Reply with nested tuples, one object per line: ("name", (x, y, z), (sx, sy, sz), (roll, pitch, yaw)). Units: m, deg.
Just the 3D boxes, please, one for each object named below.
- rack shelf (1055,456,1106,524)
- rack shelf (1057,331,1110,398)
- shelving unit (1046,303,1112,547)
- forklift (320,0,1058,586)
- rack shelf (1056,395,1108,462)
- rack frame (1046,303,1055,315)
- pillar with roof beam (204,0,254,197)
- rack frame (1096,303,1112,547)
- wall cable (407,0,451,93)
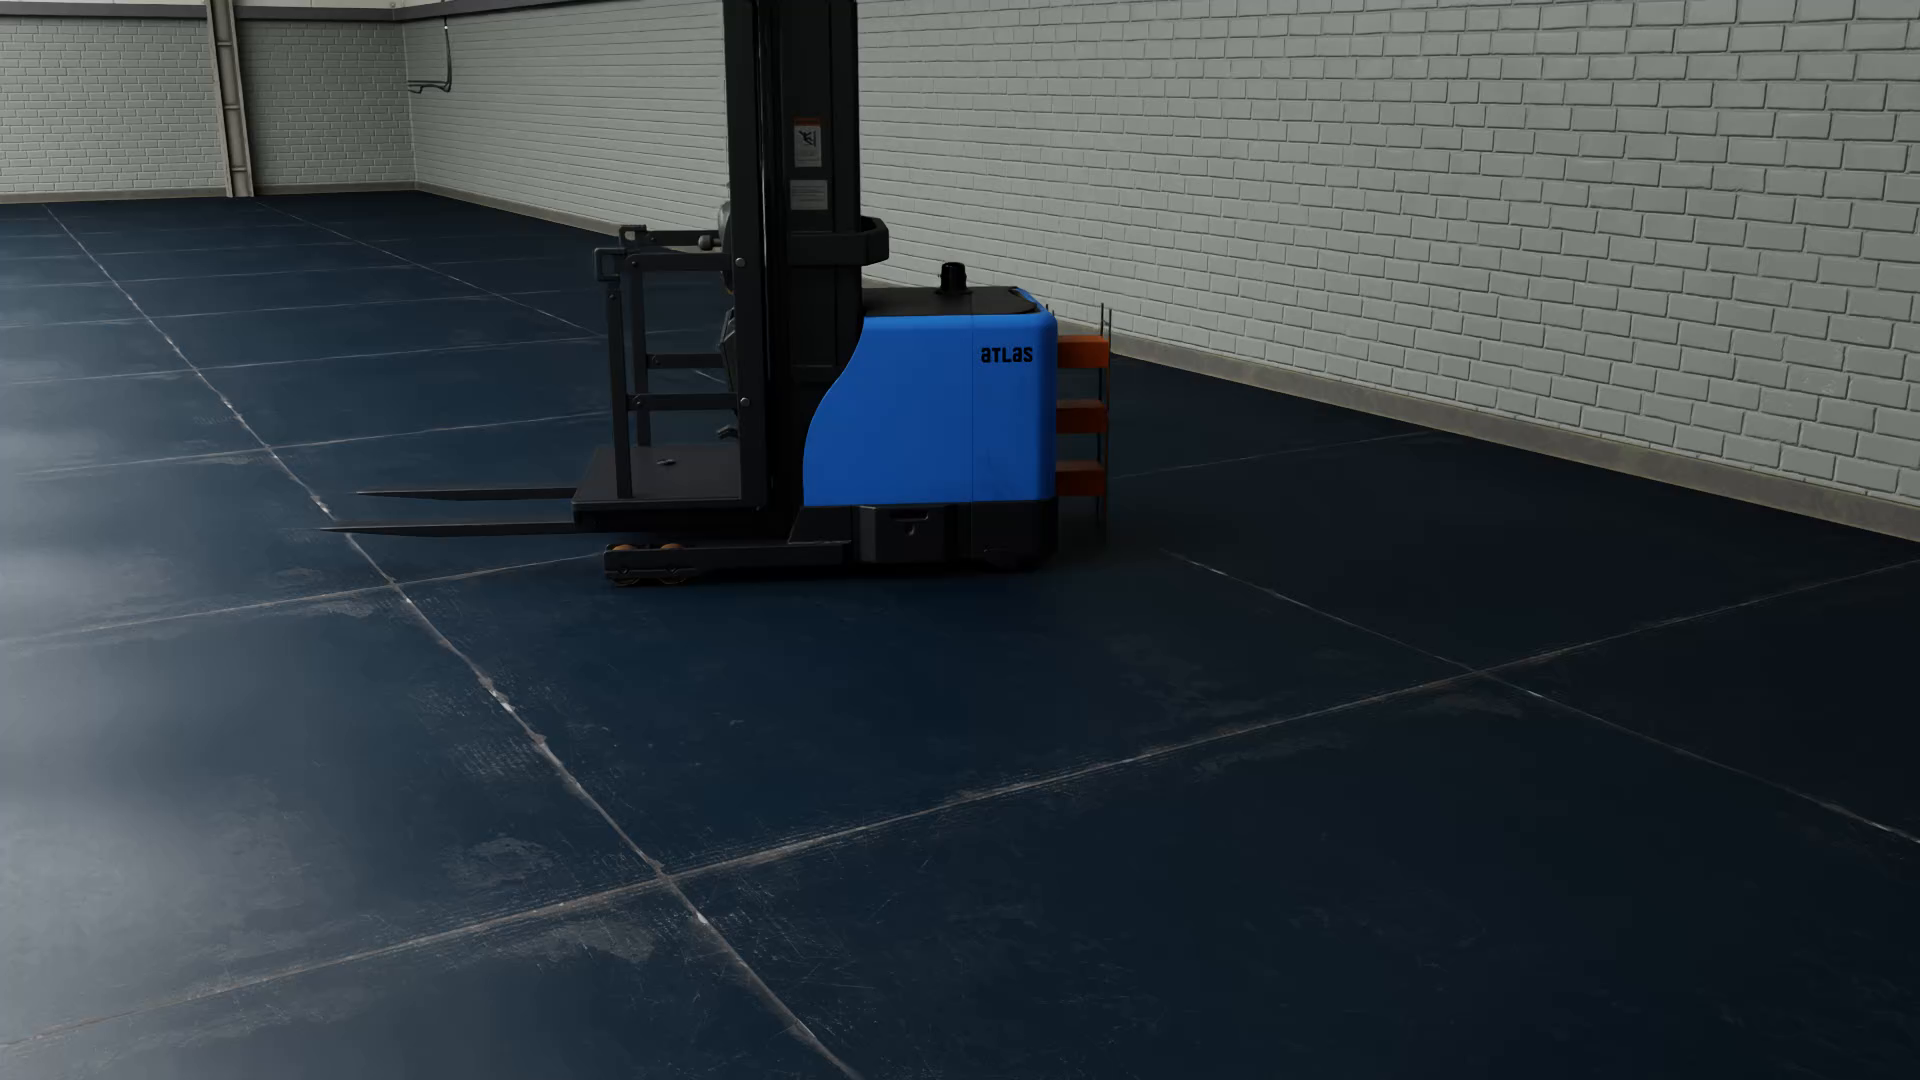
("rack shelf", (0.507, -0.219, 7.345), (0.240, 0.259, 0.215), (-2, 16, -6))
("rack shelf", (0.507, -0.760, 7.194), (0.240, 0.259, 0.215), (-2, 16, -6))
("shelving unit", (0.507, -0.497, 7.267), (0.252, 1.050, 0.215), (-2, 16, -6))
("forklift", (-1.139, -1.374, 6.910), (3.031, 2.935, 1.130), (-2, 16, -6))
("rack shelf", (0.507, -0.487, 7.270), (0.240, 0.259, 0.215), (-2, 16, -6))
("rack frame", (0.385, -0.493, 7.255), (0.008, 1.050, 0.200), (-2, 16, -6))
("pillar with roof beam", (-10.047, -9.197, 23.577), (0.400, 9.000, 9.100), (-9, 18, -30))
("rack frame", (0.628, -0.500, 7.279), (0.008, 1.050, 0.200), (-2, 16, -6))
("wall cable", (-9.058, -8.801, 27.919), (0.112, 2.526, 3.097), (-9, 18, -30))
